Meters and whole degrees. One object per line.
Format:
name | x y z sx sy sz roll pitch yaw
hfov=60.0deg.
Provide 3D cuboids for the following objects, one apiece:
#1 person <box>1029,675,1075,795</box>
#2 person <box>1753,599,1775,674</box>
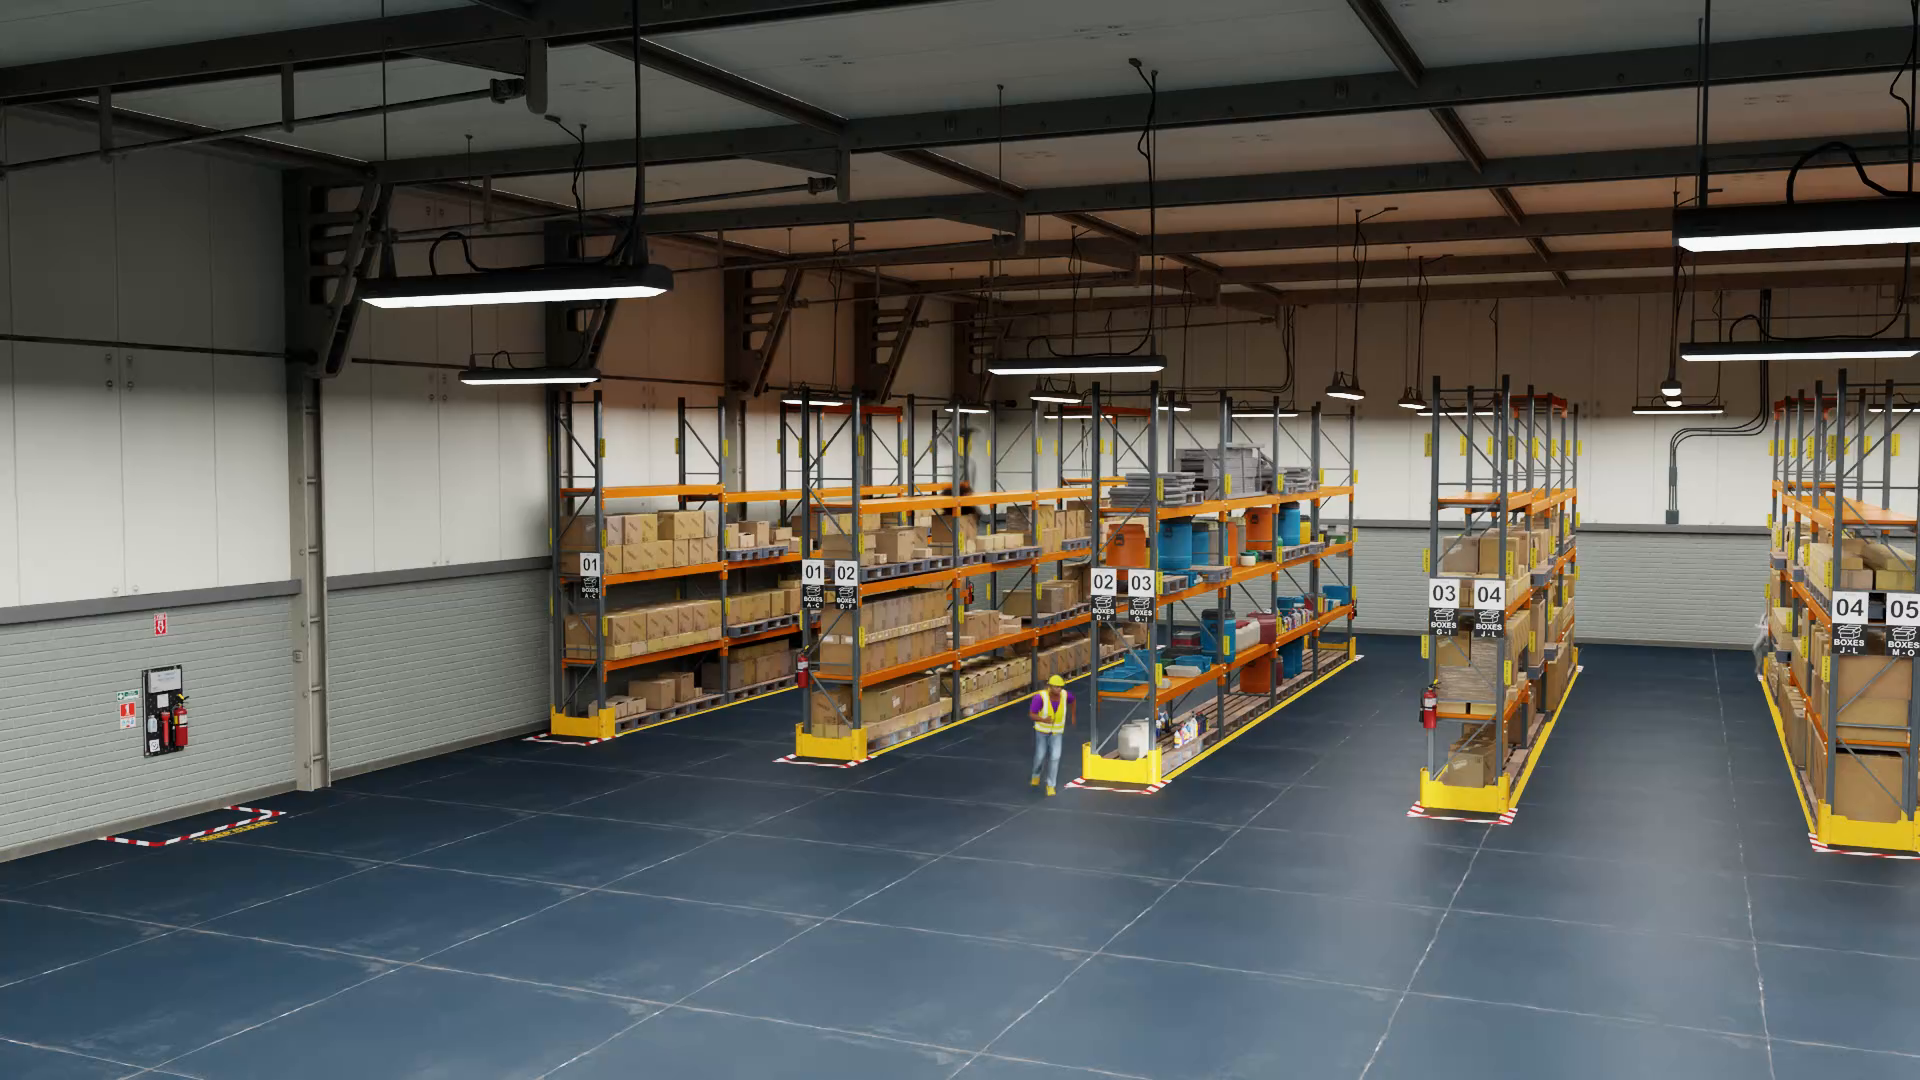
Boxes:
person | 1.337 2.841 24.204 0.758 1.812 0.851 -1 3 -11
person | 17.943 2.154 36.807 0.697 1.738 0.598 0 3 2
